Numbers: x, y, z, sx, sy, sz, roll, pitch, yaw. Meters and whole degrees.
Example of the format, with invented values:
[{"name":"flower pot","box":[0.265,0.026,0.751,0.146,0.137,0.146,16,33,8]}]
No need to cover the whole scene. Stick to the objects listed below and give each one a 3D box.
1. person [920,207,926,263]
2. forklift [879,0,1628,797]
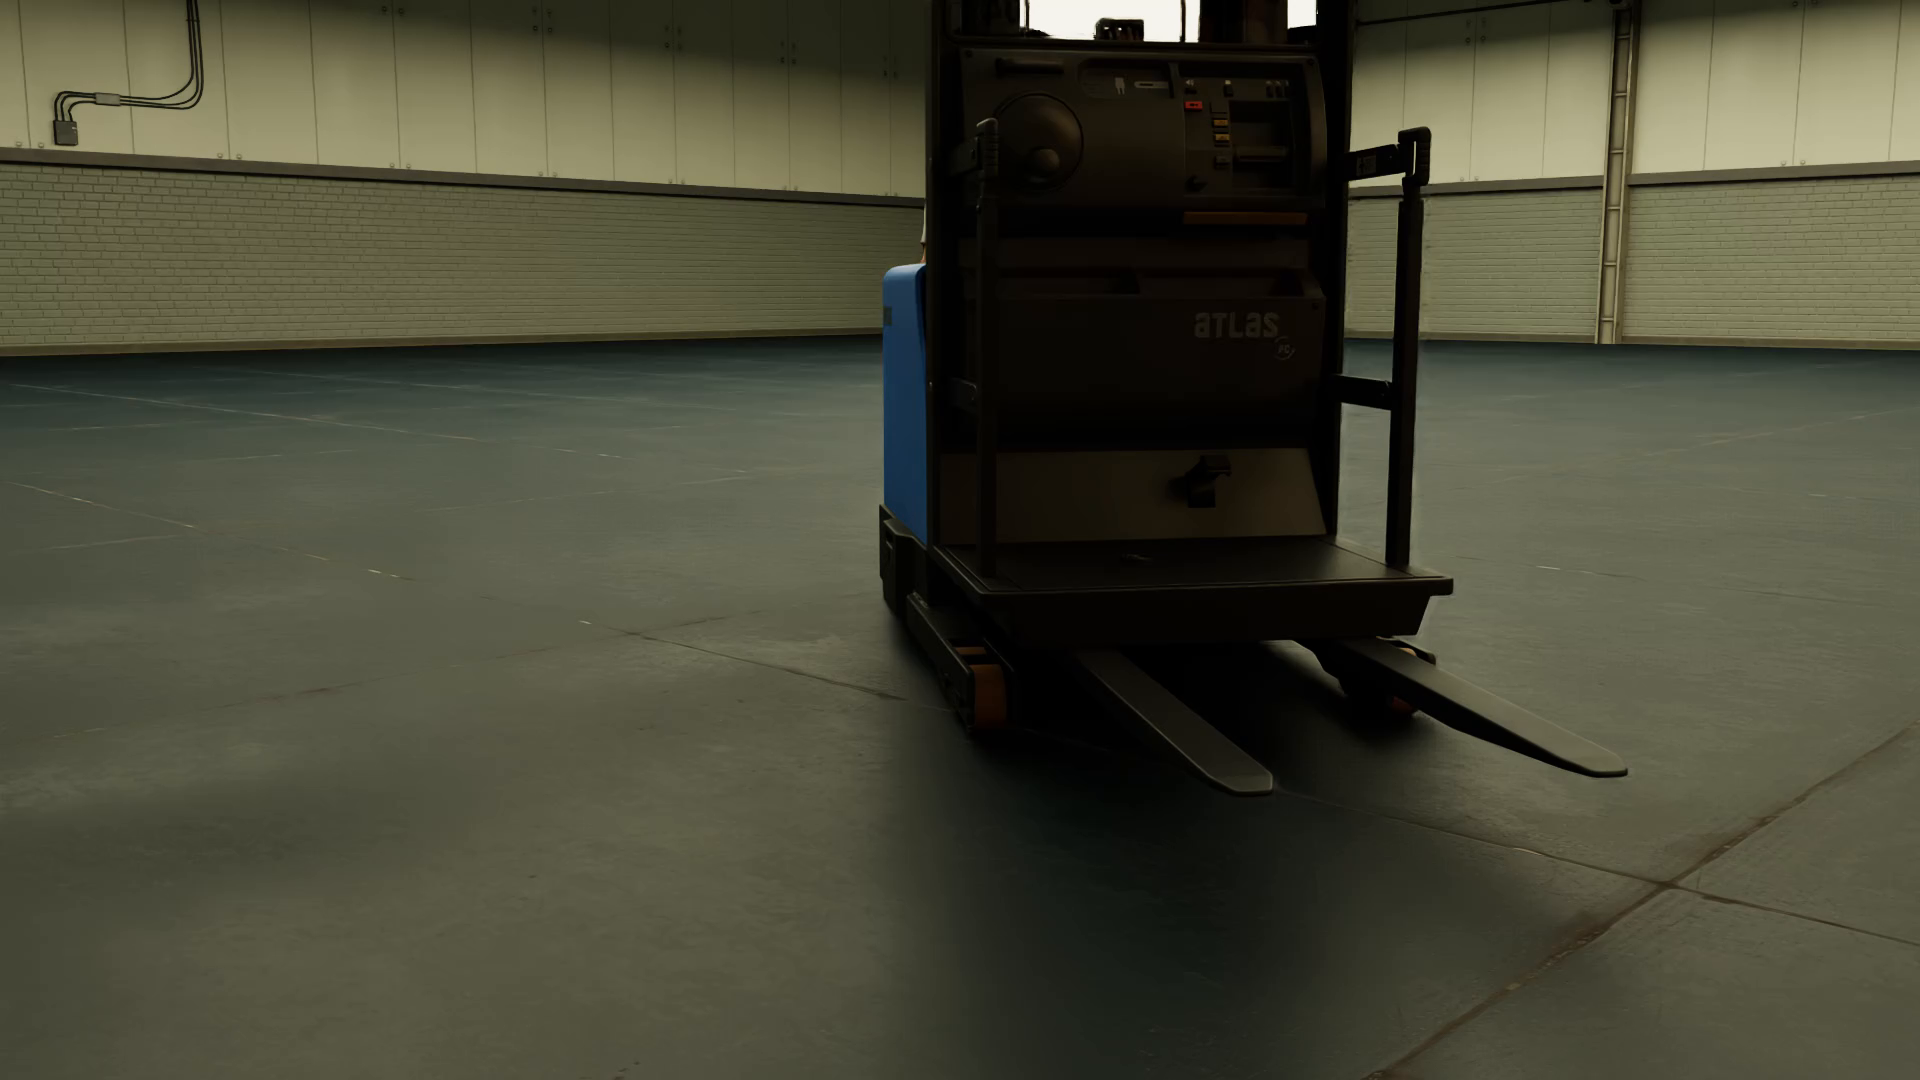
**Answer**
[{"name":"person","box":[-0.044,-0.845,6.651,0.549,1.675,0.550,8,12,43]},{"name":"forklift","box":[0.499,-1.064,3.939,1.130,2.935,3.031,-1,9,-10]}]
